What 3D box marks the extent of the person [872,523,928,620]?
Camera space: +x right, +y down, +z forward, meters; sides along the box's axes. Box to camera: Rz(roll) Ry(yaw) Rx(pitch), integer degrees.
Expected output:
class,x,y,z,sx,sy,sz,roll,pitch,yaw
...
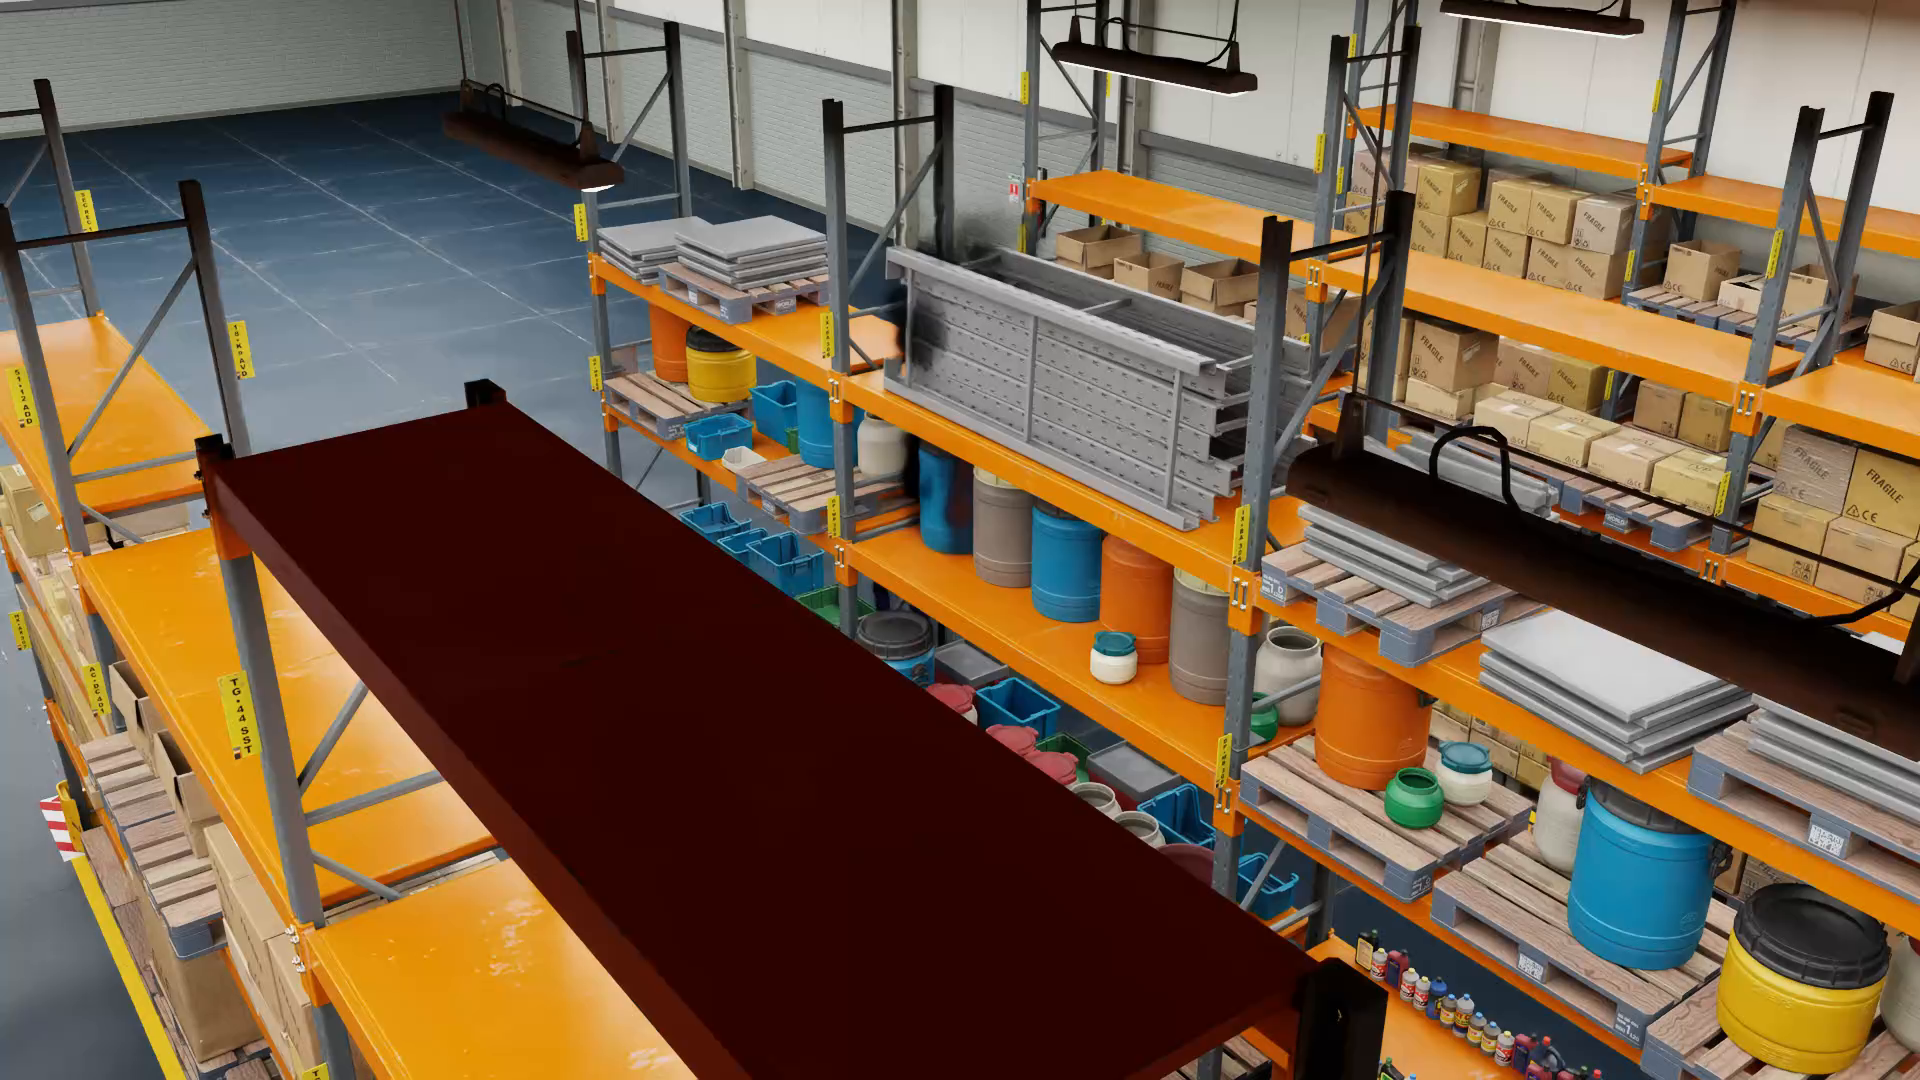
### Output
class,x,y,z,sx,sy,sz,roll,pitch,yaw
person,-0.631,0.255,15.875,0.608,1.763,0.827,-15,29,-29
